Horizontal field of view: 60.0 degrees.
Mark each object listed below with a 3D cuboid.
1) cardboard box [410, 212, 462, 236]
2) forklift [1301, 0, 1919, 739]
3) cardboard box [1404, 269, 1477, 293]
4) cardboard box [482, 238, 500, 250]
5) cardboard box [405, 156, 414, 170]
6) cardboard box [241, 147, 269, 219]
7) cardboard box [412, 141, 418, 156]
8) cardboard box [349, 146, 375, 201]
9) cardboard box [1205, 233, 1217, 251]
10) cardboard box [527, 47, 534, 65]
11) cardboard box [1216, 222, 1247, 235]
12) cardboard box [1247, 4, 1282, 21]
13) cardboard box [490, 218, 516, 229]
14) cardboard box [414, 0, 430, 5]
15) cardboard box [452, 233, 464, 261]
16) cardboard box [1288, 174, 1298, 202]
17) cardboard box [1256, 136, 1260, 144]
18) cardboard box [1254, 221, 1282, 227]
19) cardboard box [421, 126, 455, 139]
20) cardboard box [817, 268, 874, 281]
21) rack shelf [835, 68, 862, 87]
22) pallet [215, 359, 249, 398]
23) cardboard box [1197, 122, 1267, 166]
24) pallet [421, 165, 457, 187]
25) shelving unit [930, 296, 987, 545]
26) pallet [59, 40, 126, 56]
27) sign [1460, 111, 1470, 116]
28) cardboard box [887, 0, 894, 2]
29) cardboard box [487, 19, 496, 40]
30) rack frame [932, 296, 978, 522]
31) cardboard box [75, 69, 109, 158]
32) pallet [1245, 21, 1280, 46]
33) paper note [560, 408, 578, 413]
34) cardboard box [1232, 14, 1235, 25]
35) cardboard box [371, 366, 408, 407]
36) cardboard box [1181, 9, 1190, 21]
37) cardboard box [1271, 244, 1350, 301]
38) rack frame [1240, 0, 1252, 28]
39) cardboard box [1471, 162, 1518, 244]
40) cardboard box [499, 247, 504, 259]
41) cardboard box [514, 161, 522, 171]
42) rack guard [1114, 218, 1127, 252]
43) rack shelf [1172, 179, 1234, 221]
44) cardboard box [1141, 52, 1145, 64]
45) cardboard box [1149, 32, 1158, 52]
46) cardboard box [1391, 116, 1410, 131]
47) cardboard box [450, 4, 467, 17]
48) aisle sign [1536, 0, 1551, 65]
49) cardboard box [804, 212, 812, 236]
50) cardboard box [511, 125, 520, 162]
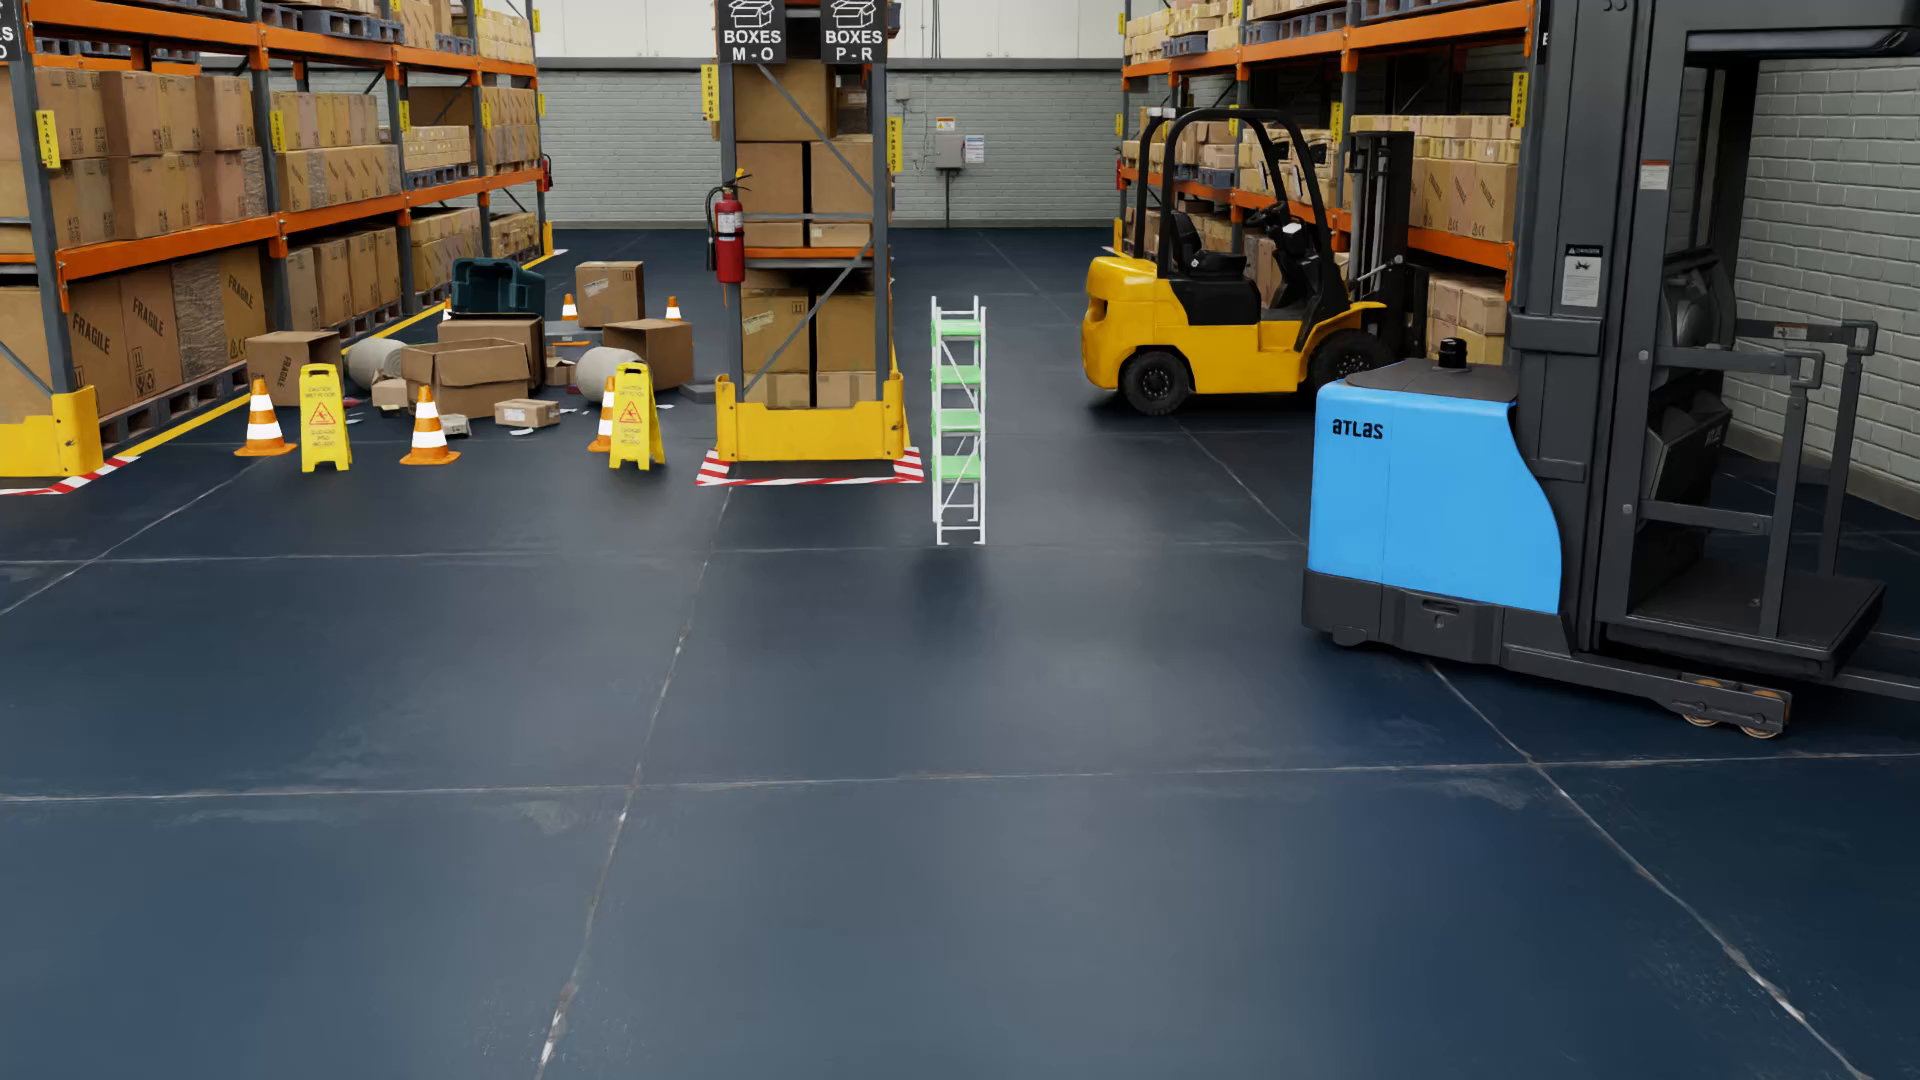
[{"bbox_3d":[-6.258,-3.776,19.853,0.500,0.250,0.500,-2,15,-6],"label":"cardboard box"},{"bbox_3d":[2.895,-0.874,6.040,3.031,2.935,1.130,11,18,36],"label":"forklift"},{"bbox_3d":[3.567,-1.900,12.559,0.500,0.250,0.500,-1,14,-5],"label":"cardboard box"},{"bbox_3d":[-6.325,-3.923,22.035,0.380,0.149,0.250,0,14,-1],"label":"cardboard box"},{"bbox_3d":[-6.217,-4.129,18.216,0.380,0.149,0.250,0,14,-1],"label":"cardboard box"},{"bbox_3d":[-6.092,-2.852,13.292,0.875,0.550,0.550,-1,14,-3],"label":"cardboard box"},{"bbox_3d":[-6.243,-4.349,18.474,0.380,0.149,0.250,-1,14,-5],"label":"cardboard box"},{"bbox_3d":[-6.018,-3.558,16.136,0.500,0.500,0.500,-1,14,-4],"label":"cardboard box"},{"bbox_3d":[3.217,-3.395,19.874,0.500,0.500,0.500,0,14,-1],"label":"cardboard box"},{"bbox_3d":[-6.578,-7.127,24.487,0.500,0.250,0.500,-1,14,-5],"label":"cardboard box"},{"bbox_3d":[3.239,-3.671,19.647,0.380,0.149,0.250,0,14,-2],"label":"cardboard box"},{"bbox_3d":[3.232,-5.545,17.464,0.380,0.166,0.250,-1,14,-4],"label":"cardboard box"},{"bbox_3d":[-6.553,-4.514,23.737,0.380,0.149,0.250,-1,14,-5],"label":"cardboard box"},{"bbox_3d":[-6.658,-6.181,19.459,0.797,0.503,0.637,-1,14,-4],"label":"cardboard box"},{"bbox_3d":[-6.266,-3.418,19.966,0.500,0.500,0.500,-1,14,-5],"label":"cardboard box"},{"bbox_3d":[3.432,-3.348,15.820,0.500,0.250,0.500,-1,14,-3],"label":"cardboard box"},{"bbox_3d":[3.299,-4.194,17.305,0.380,0.149,0.250,0,14,-2],"label":"cardboard box"},{"bbox_3d":[3.719,-3.747,19.942,0.380,0.149,0.250,-1,14,-5],"label":"cardboard box"},{"bbox_3d":[-6.355,-4.938,20.165,0.380,0.149,0.250,-1,14,-4],"label":"cardboard box"},{"bbox_3d":[-0.822,-1.812,12.718,0.500,0.500,0.500,0,14,0],"label":"cardboard box"},{"bbox_3d":[-1.812,-6.564,23.443,1.077,0.370,4.000,-1,14,-3],"label":"rack shelf"},{"bbox_3d":[-6.158,-1.331,13.274,1.003,0.211,1.213,-1,14,-3],"label":"pallet"},{"bbox_3d":[3.228,-4.702,19.731,0.797,0.503,0.637,-1,14,-5],"label":"cardboard box"},{"bbox_3d":[-6.538,-4.265,19.468,1.003,0.211,1.213,-1,14,-3],"label":"pallet"},{"bbox_3d":[-0.010,-0.622,8.537,0.258,1.200,0.503,-1,14,-3],"label":"shelving unit"},{"bbox_3d":[-11.619,-6.423,21.628,1.003,0.211,1.213,-1,14,-3],"label":"pallet"},{"bbox_3d":[4.315,-3.517,14.280,0.100,0.325,0.005,-1,14,-3],"label":"sign"},{"bbox_3d":[-0.828,-4.708,14.243,0.500,0.250,0.500,-1,14,-5],"label":"cardboard box"},{"bbox_3d":[-6.439,-6.731,21.944,0.500,0.250,0.500,-1,14,-4],"label":"cardboard box"},{"bbox_3d":[-0.025,-0.683,8.773,0.240,1.200,0.015,-1,14,-3],"label":"rack frame"},{"bbox_3d":[-5.989,-2.700,10.534,0.875,0.550,0.550,-1,14,-3],"label":"cardboard box"},{"bbox_3d":[3.645,-5.239,17.228,1.213,0.211,1.003,0,14,-1],"label":"pallet"},{"bbox_3d":[-2.893,-0.953,12.191,0.148,0.019,0.142,4,15,16],"label":"paper note"},{"bbox_3d":[3.264,-5.833,18.660,0.380,0.149,0.250,-1,14,-2],"label":"cardboard box"},{"bbox_3d":[-4.182,-1.148,12.456,0.396,0.266,0.258,2,15,6],"label":"cardboard box"},{"bbox_3d":[2.950,-6.493,20.588,0.380,0.149,0.250,-1,14,-4],"label":"cardboard box"},{"bbox_3d":[3.629,-2.613,16.587,0.875,0.625,0.625,-1,15,-6],"label":"cardboard box"},{"bbox_3d":[3.514,-6.951,17.482,1.000,3.000,0.127,-1,14,-3],"label":"rack frame"},{"bbox_3d":[3.717,-2.222,10.944,0.500,0.500,0.500,-1,14,-5],"label":"cardboard box"},{"bbox_3d":[-6.341,-3.845,22.331,0.380,0.149,0.250,0,14,-2],"label":"cardboard box"},{"bbox_3d":[-6.533,-5.404,24.013,0.380,0.149,0.250,-2,15,-6],"label":"cardboard box"},{"bbox_3d":[3.023,-4.805,26.200,1.175,0.500,0.348,-1,14,-3],"label":"rack guard"},{"bbox_3d":[3.390,-4.194,20.252,1.077,0.370,4.000,-1,14,-3],"label":"rack shelf"},{"bbox_3d":[2.804,-6.900,23.810,0.380,0.149,0.250,-1,14,-3],"label":"cardboard box"},{"bbox_3d":[2.923,-6.937,23.152,0.500,0.250,0.500,-1,14,-2],"label":"cardboard box"},{"bbox_3d":[3.573,-3.217,12.909,0.380,0.149,0.250,-1,14,-4],"label":"cardboard box"},{"bbox_3d":[-6.399,-6.752,21.228,0.380,0.149,0.250,-1,14,-4],"label":"cardboard box"},{"bbox_3d":[3.720,-3.294,10.091,0.394,0.787,0.004,-1,14,-3],"label":"aisle sign"},{"bbox_3d":[-1.224,-2.201,11.565,0.380,0.149,0.250,-1,14,-3],"label":"cardboard box"},{"bbox_3d":[-6.497,-5.562,23.327,0.500,0.500,0.500,0,14,-1],"label":"cardboard box"}]
